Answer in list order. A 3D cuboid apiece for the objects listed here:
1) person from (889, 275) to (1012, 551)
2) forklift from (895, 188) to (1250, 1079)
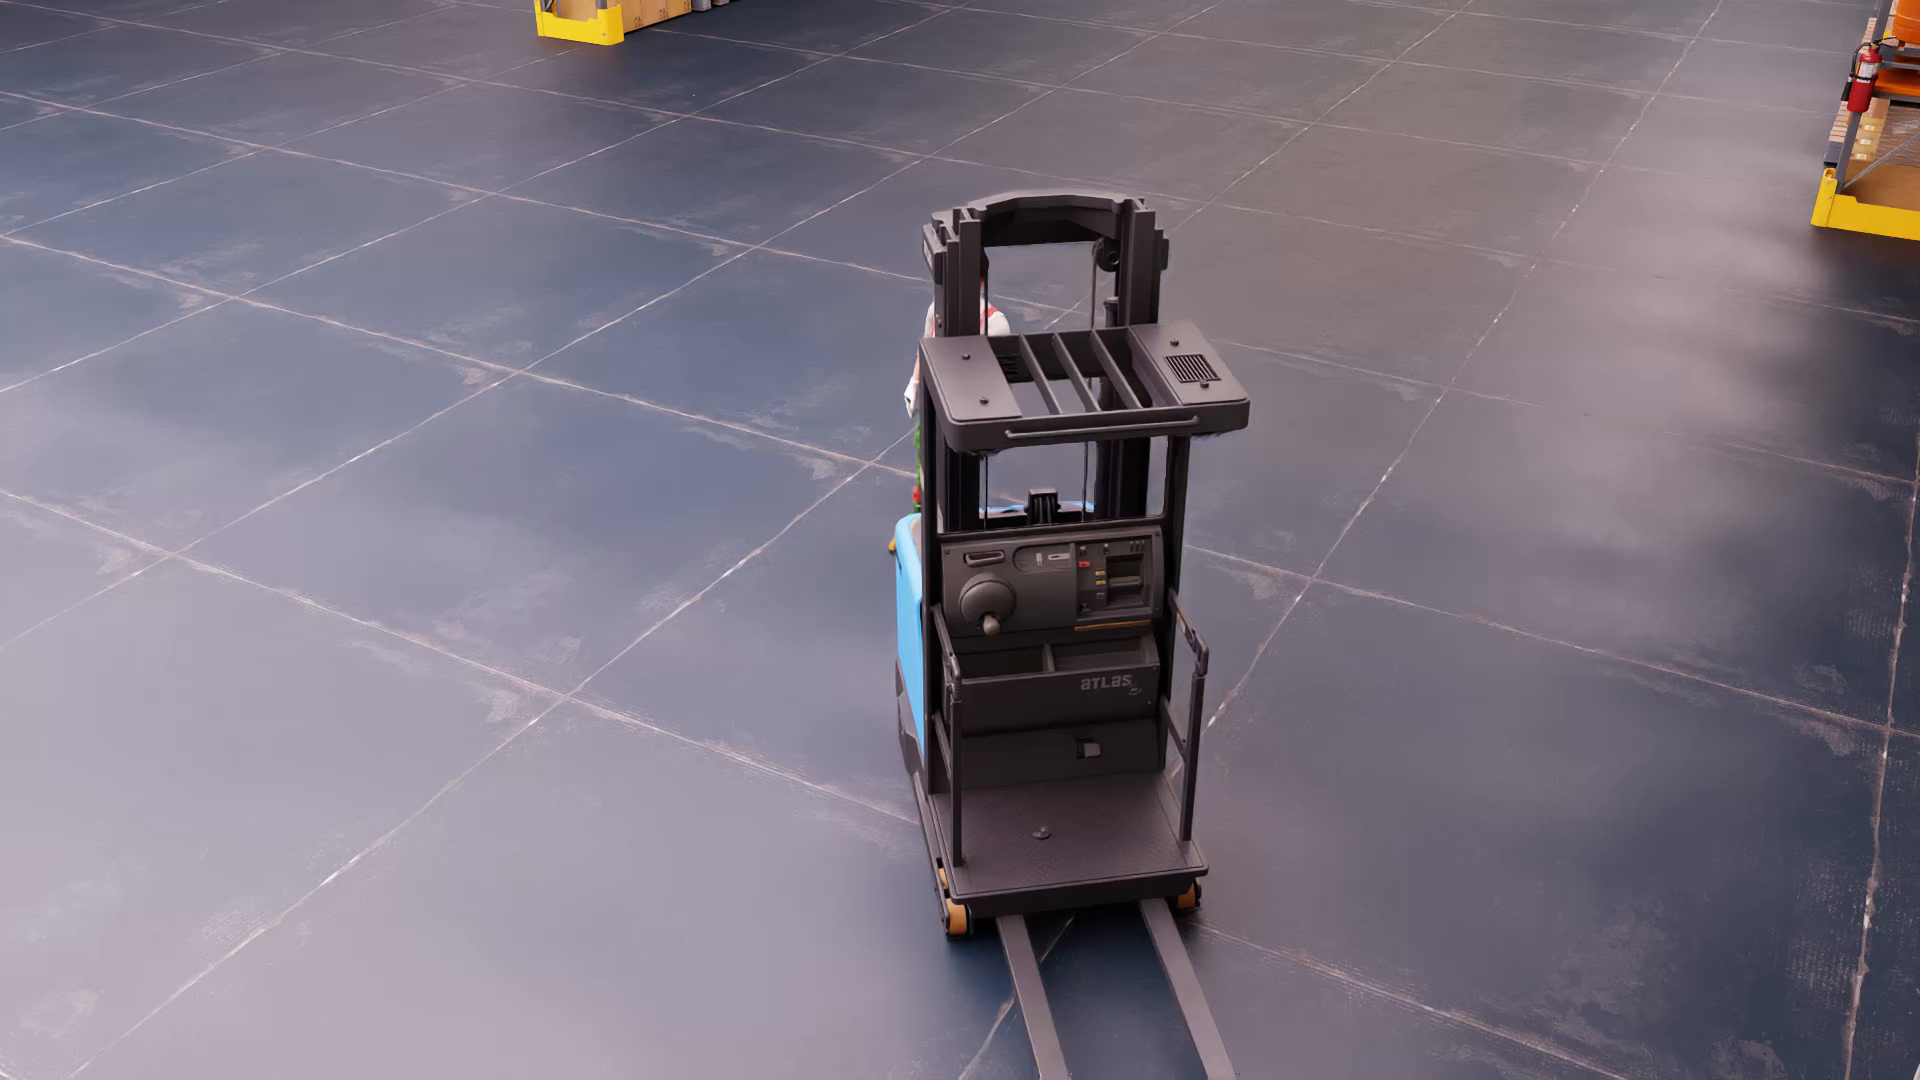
[{"bbox_3d":[-0.050,-0.749,9.496,0.638,1.788,0.563,15,33,25],"label":"person"},{"bbox_3d":[0.426,0.220,6.690,1.130,2.935,3.031,-5,30,-8],"label":"forklift"}]
